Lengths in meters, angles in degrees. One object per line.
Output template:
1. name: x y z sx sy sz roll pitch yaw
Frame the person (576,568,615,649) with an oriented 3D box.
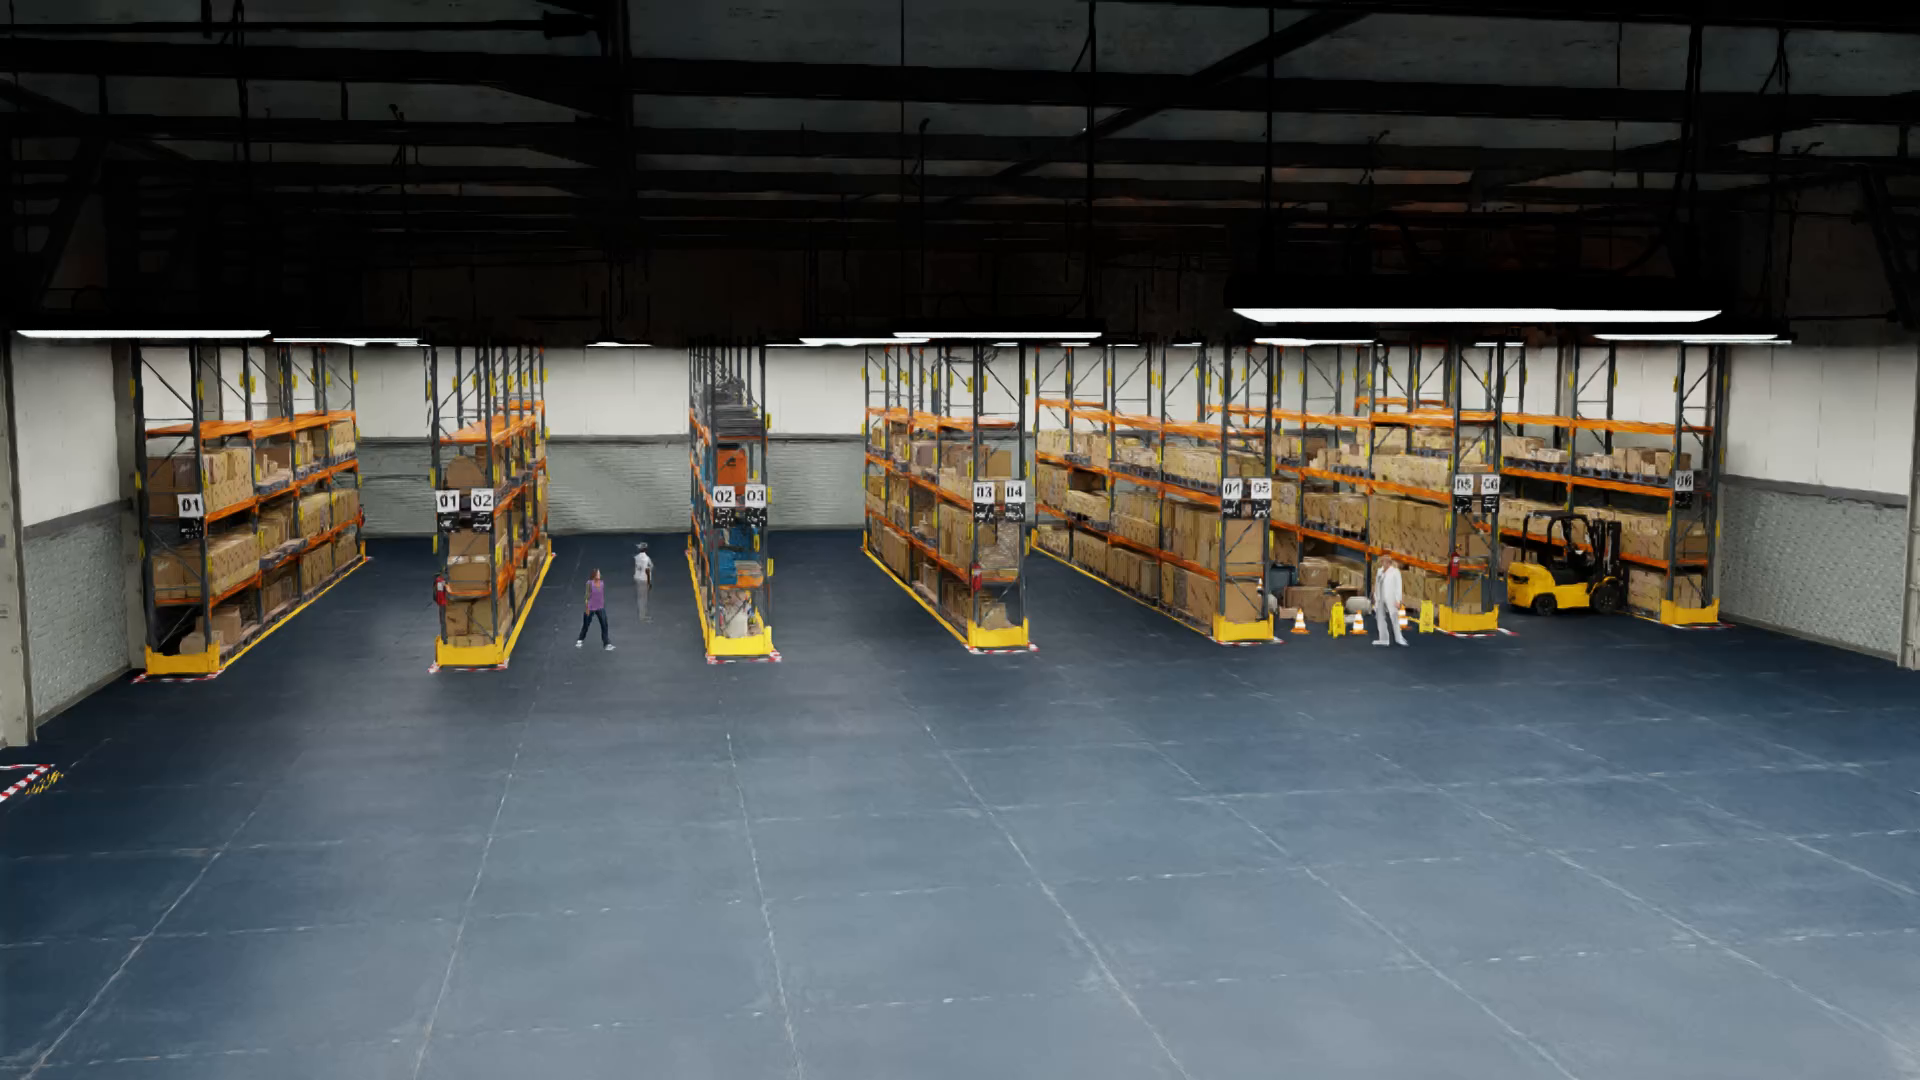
1. person: -7.004 1.308 31.743 0.481 1.562 0.863 -5 8 -39

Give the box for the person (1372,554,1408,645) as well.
1. person: 8.349 1.153 32.323 0.595 1.772 0.693 -5 9 -40

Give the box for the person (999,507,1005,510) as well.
1. person: 1.057 -0.007 39.812 0.443 1.781 0.606 -6 9 -42

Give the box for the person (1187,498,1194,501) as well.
1. person: 6.340 -0.344 45.762 0.535 1.644 0.591 1 7 8

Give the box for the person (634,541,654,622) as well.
1. person: -6.642 0.871 35.039 0.417 1.677 0.502 -6 9 -41
